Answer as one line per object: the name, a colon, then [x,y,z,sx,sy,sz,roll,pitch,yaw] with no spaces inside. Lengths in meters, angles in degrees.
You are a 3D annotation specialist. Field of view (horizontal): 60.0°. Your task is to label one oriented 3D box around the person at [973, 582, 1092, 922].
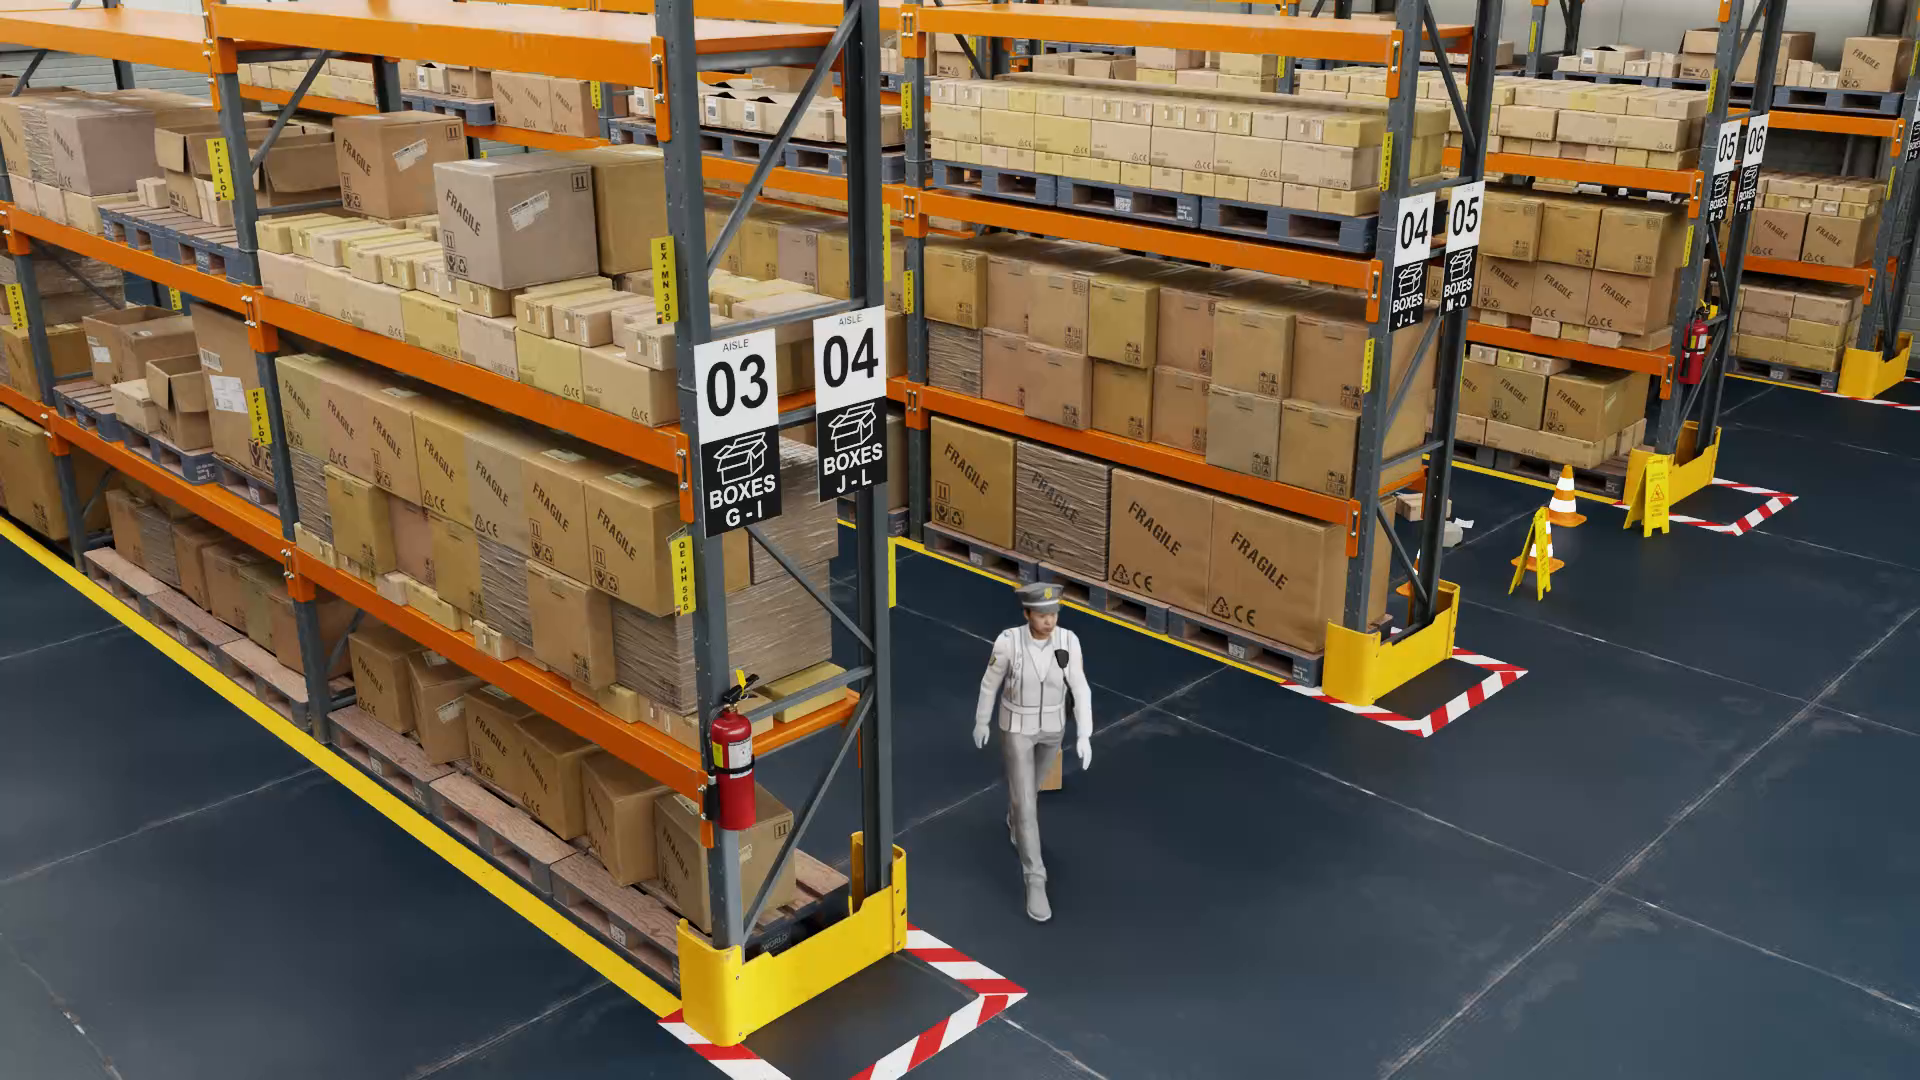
person: [0.393,0.977,8.483,0.555,1.645,0.947,-6,21,-15]
